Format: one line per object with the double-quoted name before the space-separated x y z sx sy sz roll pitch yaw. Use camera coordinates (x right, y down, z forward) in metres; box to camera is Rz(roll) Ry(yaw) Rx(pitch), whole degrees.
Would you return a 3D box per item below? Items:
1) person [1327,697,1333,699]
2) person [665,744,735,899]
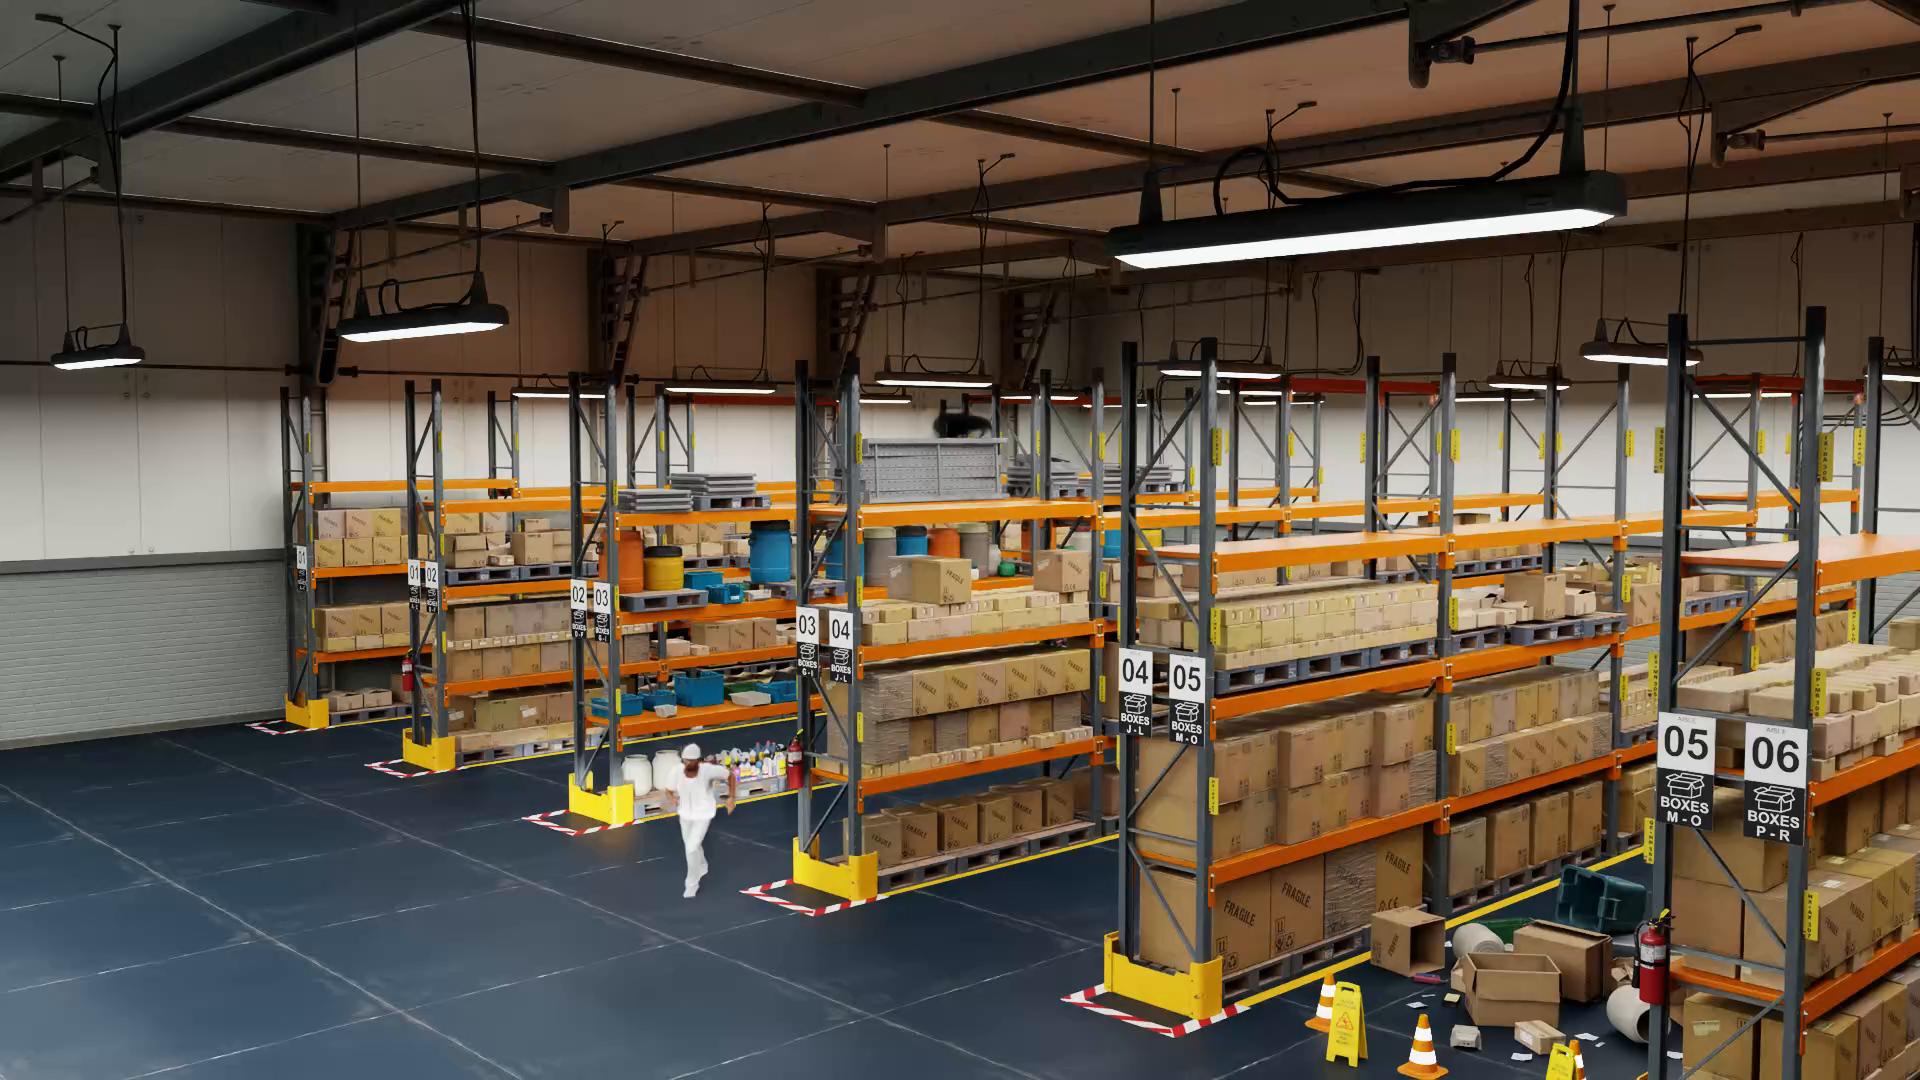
"person" 5.312 2.869 23.071 1.020 1.731 0.663 -3 5 -43
"person" -2.913 3.149 18.682 0.761 1.808 0.853 1 4 16
